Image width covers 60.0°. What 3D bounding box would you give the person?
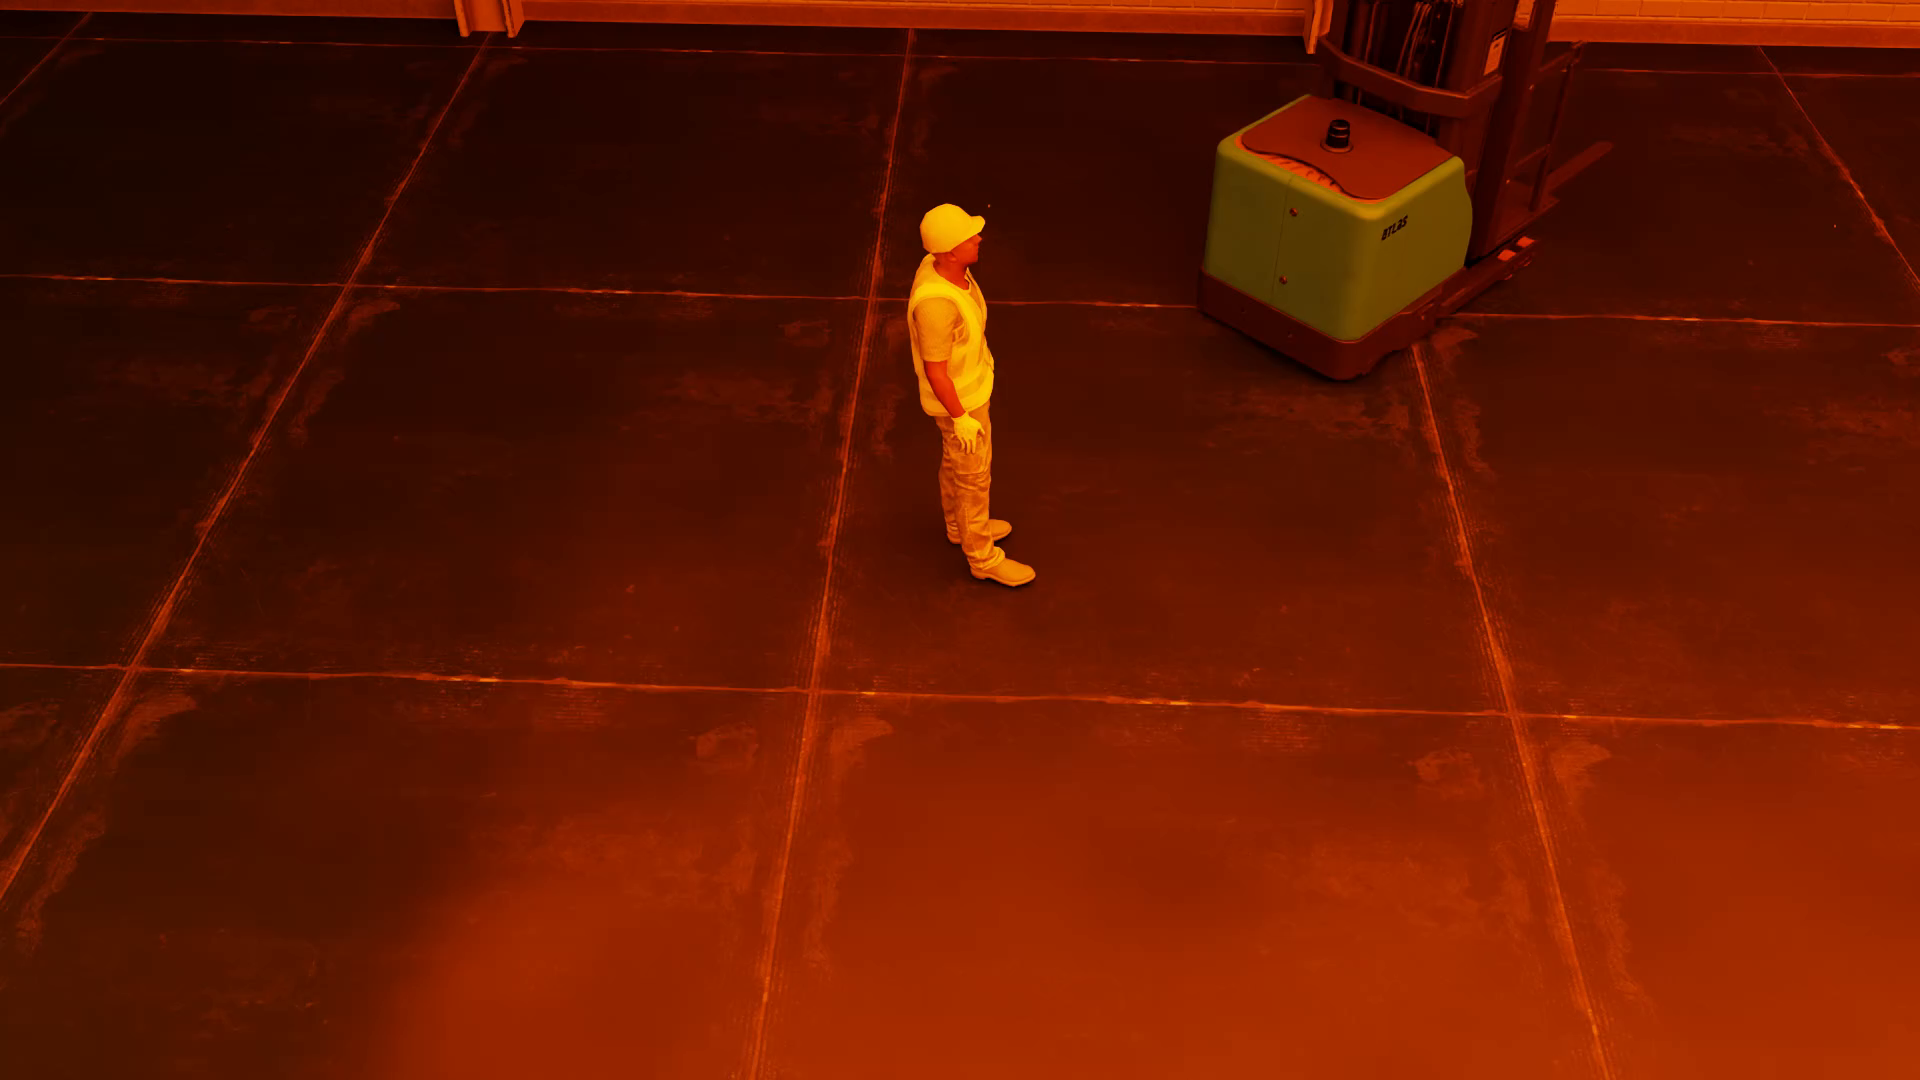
[{"bbox_3d":[0.071,-0.656,7.301,0.577,1.782,0.656,2,42,2],"label":"person"}]

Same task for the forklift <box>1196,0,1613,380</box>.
[{"bbox_3d":[2.718,-2.805,8.815,3.031,2.935,1.130,-33,52,-31],"label":"forklift"}]
